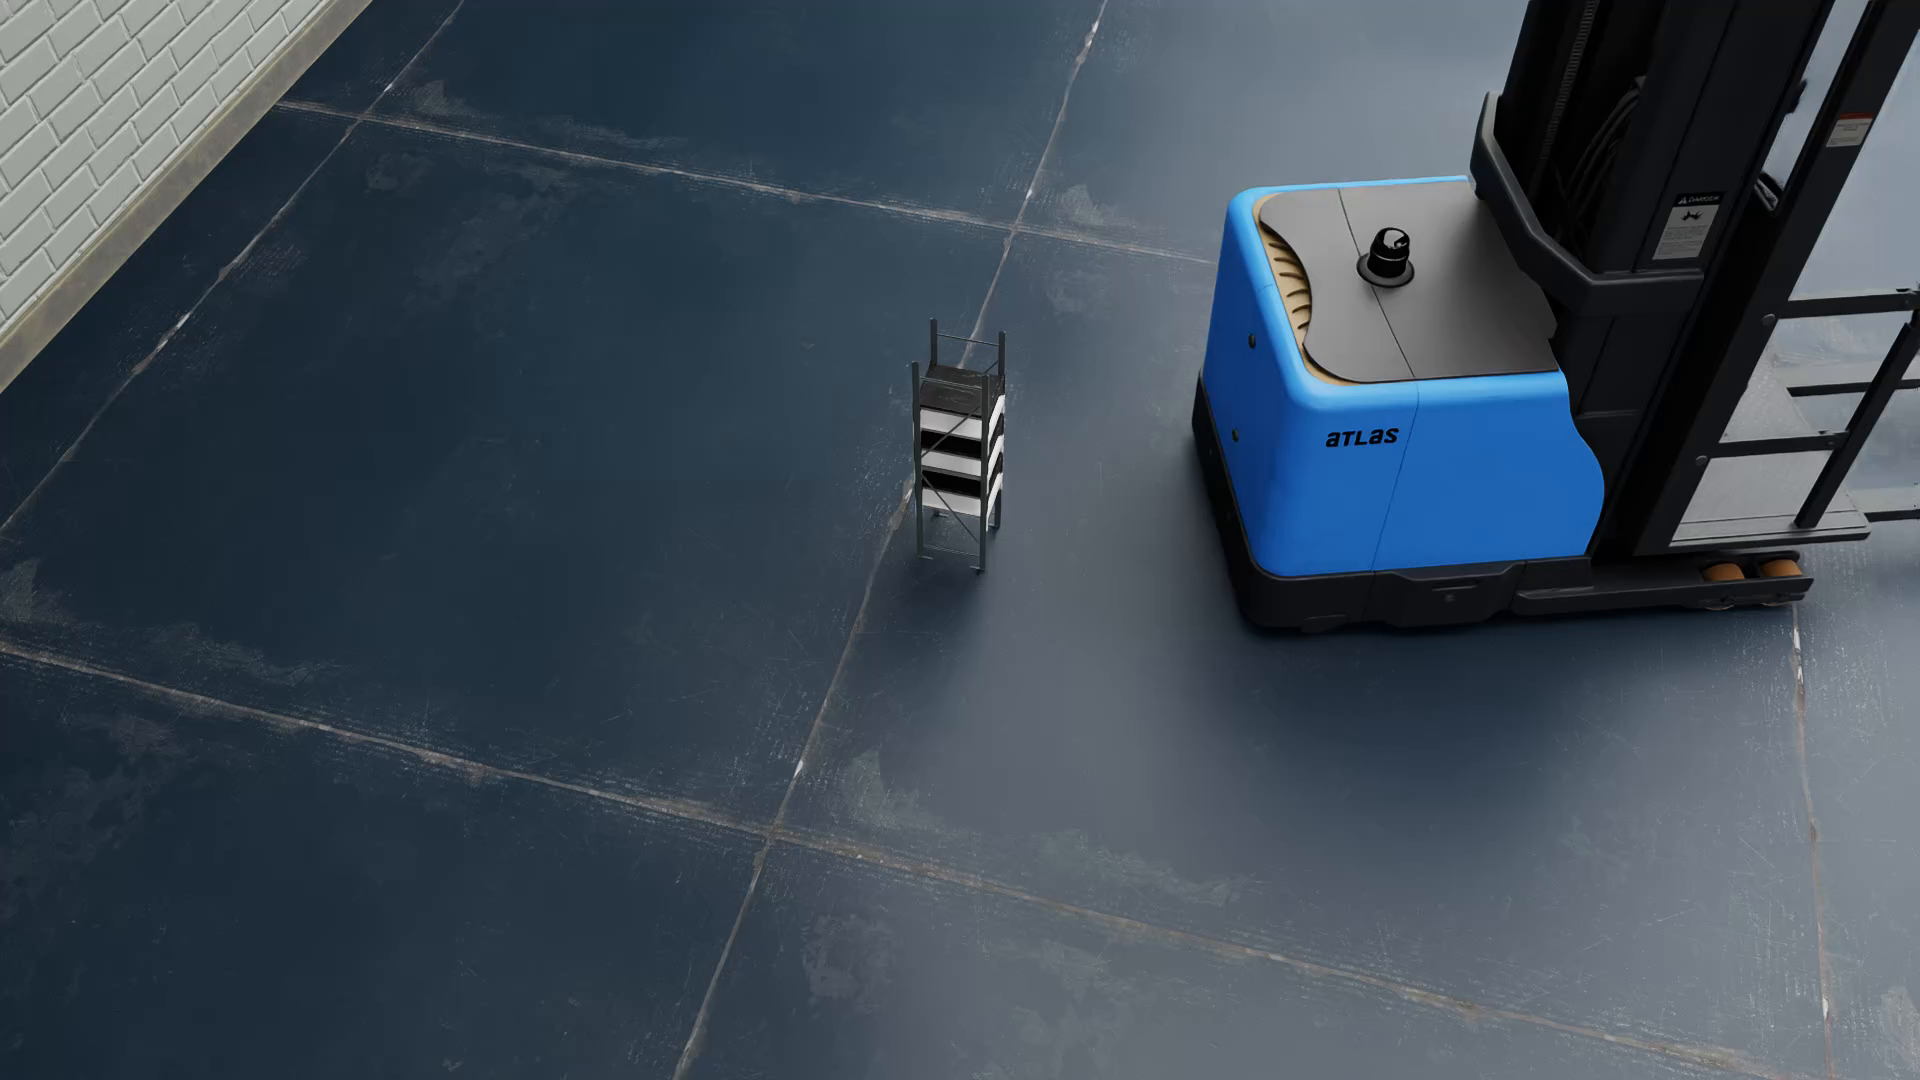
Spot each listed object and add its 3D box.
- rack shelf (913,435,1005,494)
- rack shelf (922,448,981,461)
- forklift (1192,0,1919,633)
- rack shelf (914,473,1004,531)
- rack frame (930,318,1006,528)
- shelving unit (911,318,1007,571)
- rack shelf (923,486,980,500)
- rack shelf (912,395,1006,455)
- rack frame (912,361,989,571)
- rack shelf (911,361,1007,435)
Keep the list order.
[{"bbox_3d":[-0.002,-0.270,5.432,0.258,0.077,0.200,12,50,10],"label":"rack shelf"},{"bbox_3d":[-0.002,-0.339,5.354,0.199,0.015,0.184,12,50,10],"label":"rack shelf"},{"bbox_3d":[2.388,-1.130,4.792,3.031,2.935,1.130,-4,49,-4],"label":"forklift"},{"bbox_3d":[-0.002,-0.151,5.567,0.258,0.077,0.200,12,50,10],"label":"rack shelf"},{"bbox_3d":[0.025,-0.365,5.472,0.240,0.900,0.006,12,50,10],"label":"rack frame"},{"bbox_3d":[-0.002,-0.292,5.407,0.258,0.900,0.210,12,50,10],"label":"shelving unit"},{"bbox_3d":[-0.002,-0.220,5.489,0.199,0.015,0.184,12,50,10],"label":"rack shelf"},{"bbox_3d":[-0.002,-0.389,5.297,0.258,0.077,0.200,12,50,10],"label":"rack shelf"},{"bbox_3d":[-0.029,-0.218,5.343,0.240,0.900,0.006,12,50,10],"label":"rack frame"},{"bbox_3d":[-0.002,-0.449,5.230,0.258,0.077,0.200,12,50,10],"label":"rack shelf"}]
